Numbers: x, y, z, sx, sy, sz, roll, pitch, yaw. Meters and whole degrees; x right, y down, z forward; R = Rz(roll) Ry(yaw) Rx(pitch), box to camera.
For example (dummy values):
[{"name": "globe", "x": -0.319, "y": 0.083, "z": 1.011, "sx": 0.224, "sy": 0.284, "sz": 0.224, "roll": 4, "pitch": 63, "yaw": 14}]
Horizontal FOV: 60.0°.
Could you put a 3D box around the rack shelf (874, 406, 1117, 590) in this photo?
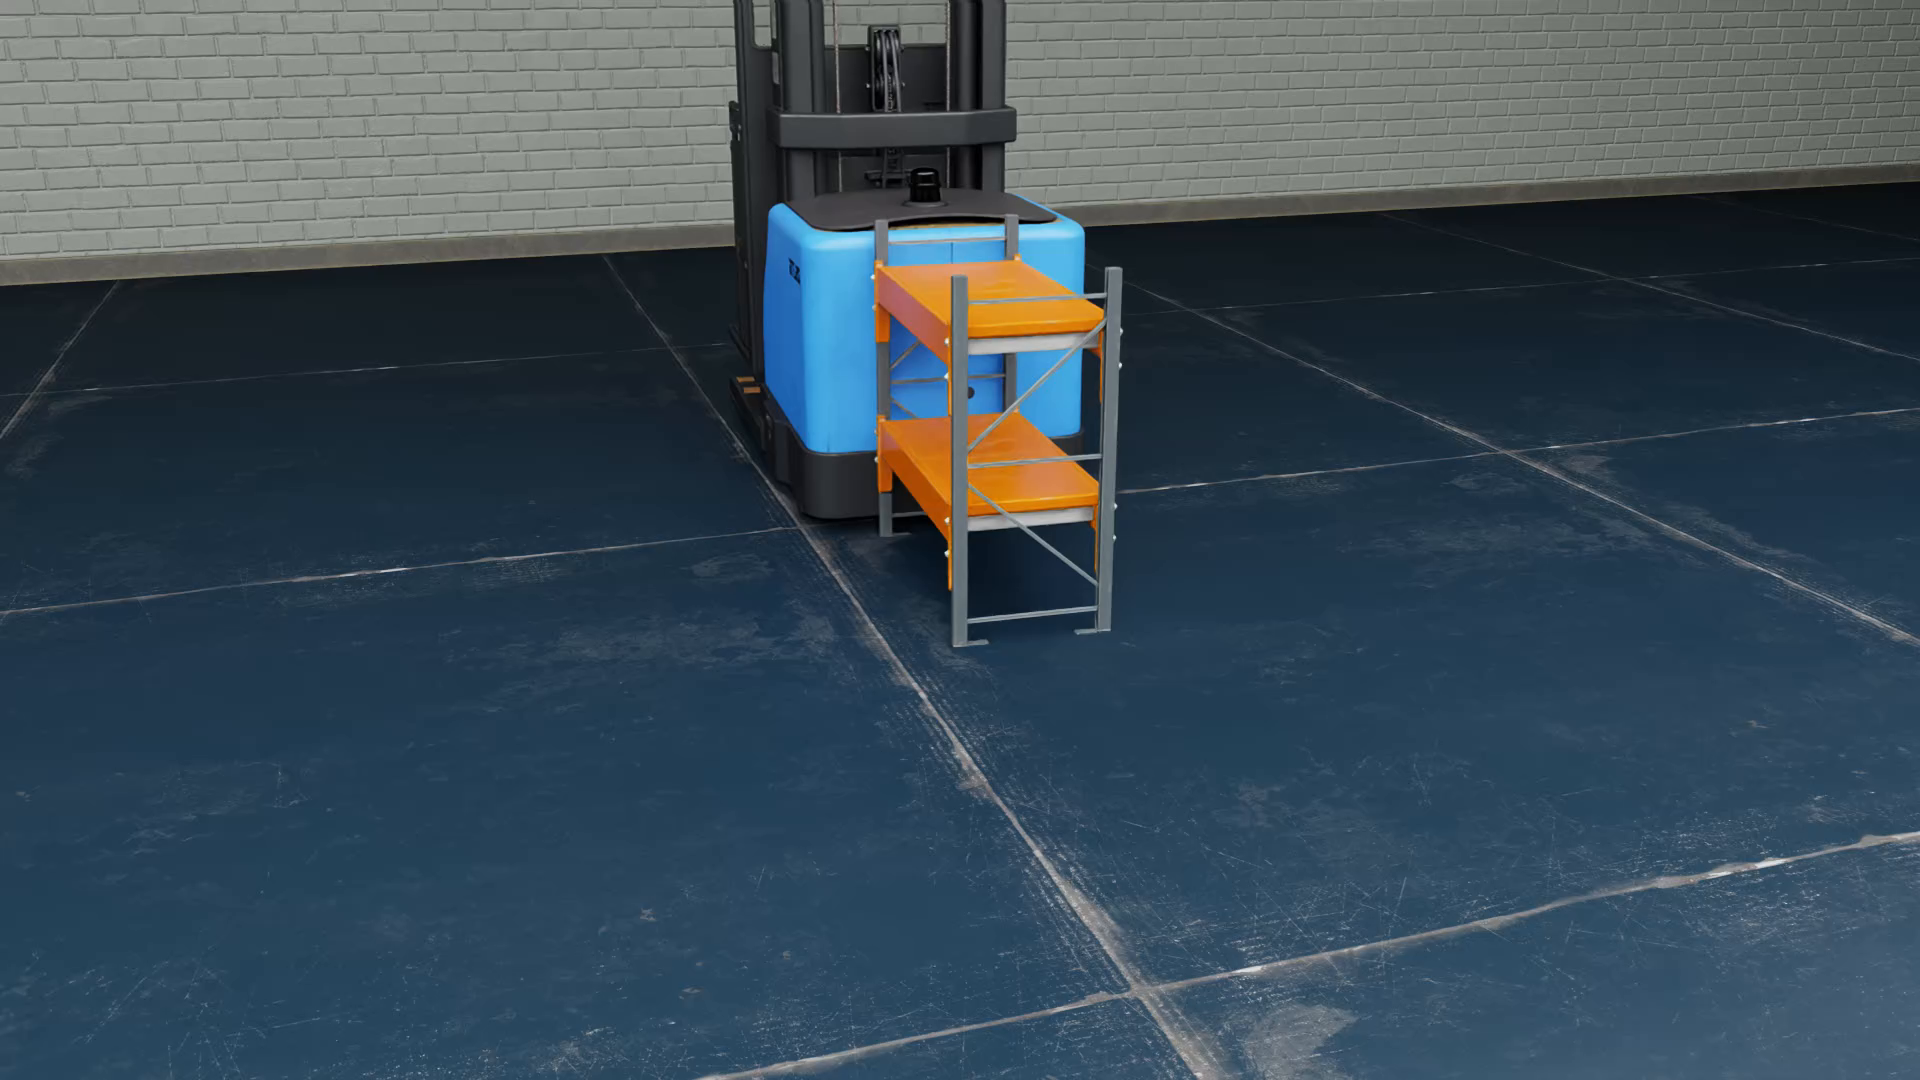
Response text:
[{"name": "rack shelf", "x": 0.087, "y": -0.165, "z": 5.435, "sx": 0.538, "sy": 0.278, "sz": 1.000, "roll": -5, "pitch": 20, "yaw": -14}]

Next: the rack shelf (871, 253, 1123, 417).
[{"name": "rack shelf", "x": 0.087, "y": -0.671, "z": 5.253, "sx": 0.538, "sy": 0.278, "sz": 1.000, "roll": -5, "pitch": 20, "yaw": -14}]

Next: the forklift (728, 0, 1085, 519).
[{"name": "forklift", "x": -0.416, "y": -1.918, "z": 6.921, "sx": 1.130, "sy": 2.935, "sz": 3.031, "roll": -5, "pitch": 20, "yaw": -14}]

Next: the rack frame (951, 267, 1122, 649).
[{"name": "rack frame", "x": 0.219, "y": -0.229, "z": 4.890, "sx": 0.500, "sy": 1.125, "sz": 0.032, "roll": -5, "pitch": 20, "yaw": -14}]

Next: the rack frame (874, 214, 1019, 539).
[{"name": "rack frame", "x": -0.044, "y": -0.561, "z": 5.814, "sx": 0.500, "sy": 1.125, "sz": 0.032, "roll": -5, "pitch": 20, "yaw": -14}]

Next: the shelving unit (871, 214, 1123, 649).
[{"name": "shelving unit", "x": 0.087, "y": -0.395, "z": 5.352, "sx": 0.538, "sy": 1.125, "sz": 1.048, "roll": -5, "pitch": 20, "yaw": -14}]
